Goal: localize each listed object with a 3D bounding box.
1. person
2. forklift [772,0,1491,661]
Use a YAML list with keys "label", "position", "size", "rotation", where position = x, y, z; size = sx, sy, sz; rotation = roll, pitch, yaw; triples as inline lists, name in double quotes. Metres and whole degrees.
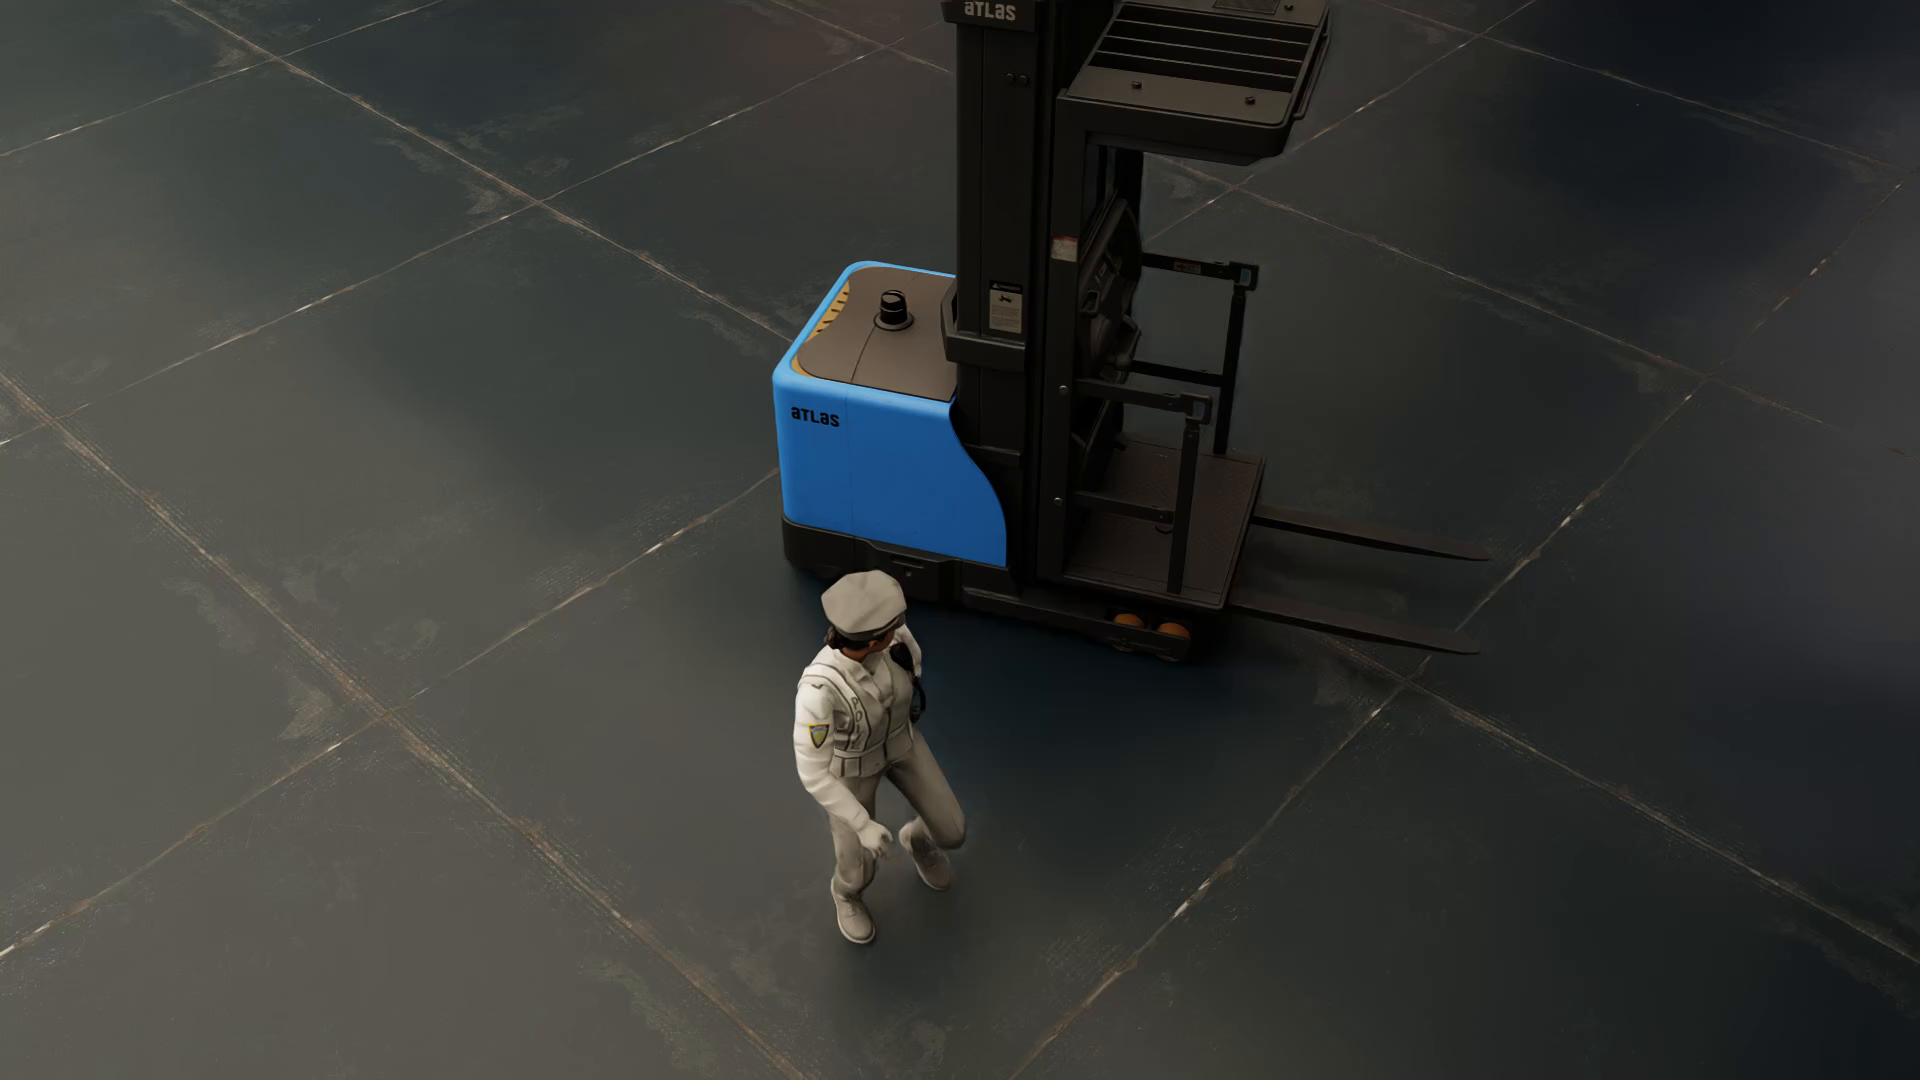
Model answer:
- label: "person"
  position: [-0.272, 0.743, 5.610]
  size: [0.703, 1.581, 0.615]
  rotation: [-26, 47, -27]
- label: "forklift"
  position: [0.782, -0.986, 6.578]
  size: [3.031, 2.935, 1.130]
  rotation: [12, 42, 13]
